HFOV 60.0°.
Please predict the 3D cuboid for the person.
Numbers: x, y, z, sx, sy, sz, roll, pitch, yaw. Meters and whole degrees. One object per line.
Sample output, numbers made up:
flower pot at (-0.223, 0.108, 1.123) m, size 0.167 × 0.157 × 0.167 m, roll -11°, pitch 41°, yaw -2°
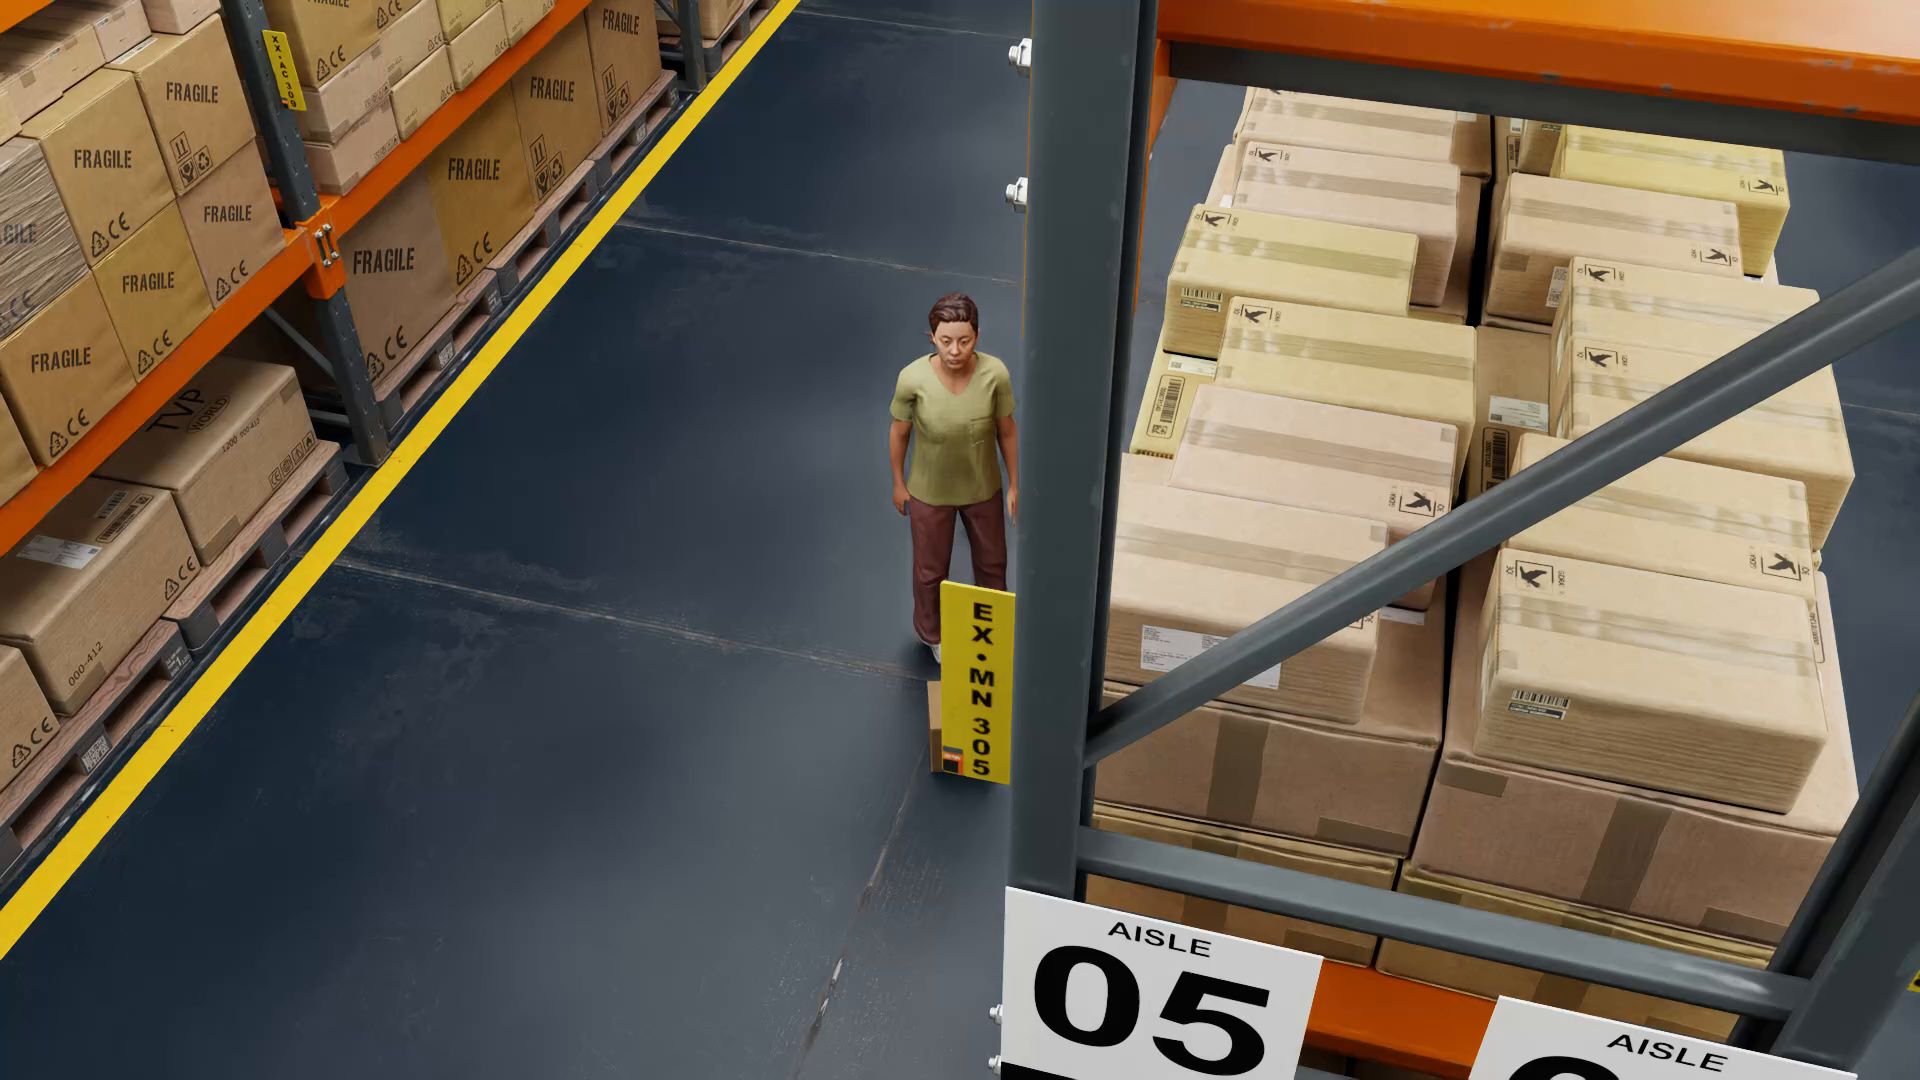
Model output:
person at (-0.015, -0.192, 6.355) m, size 0.482 × 1.679 × 0.384 m, roll -7°, pitch 42°, yaw -8°
